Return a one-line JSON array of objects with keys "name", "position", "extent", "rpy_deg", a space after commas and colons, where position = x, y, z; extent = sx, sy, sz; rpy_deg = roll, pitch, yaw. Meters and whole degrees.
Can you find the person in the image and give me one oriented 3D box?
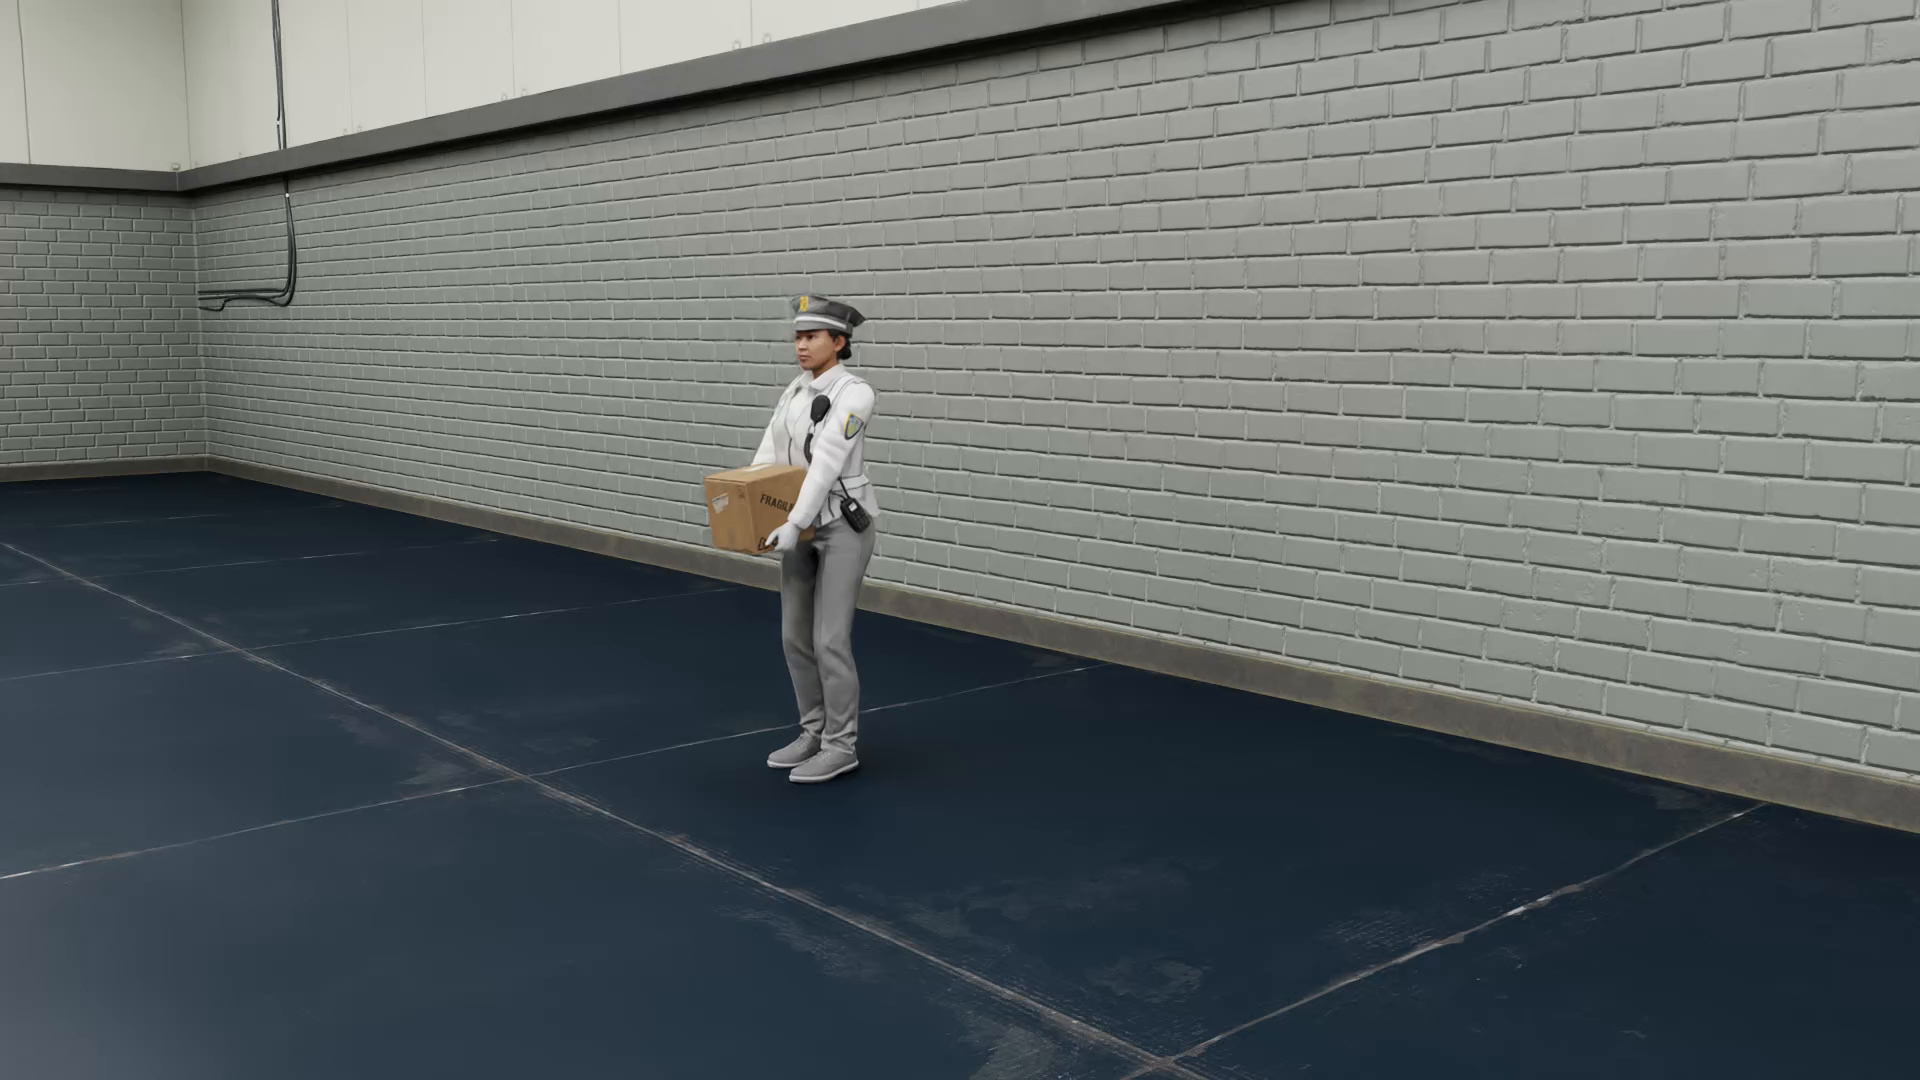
[{"name": "person", "position": [-0.535, -0.008, 5.794], "extent": [0.522, 1.687, 0.416], "rpy_deg": [-7, 10, -42]}]
